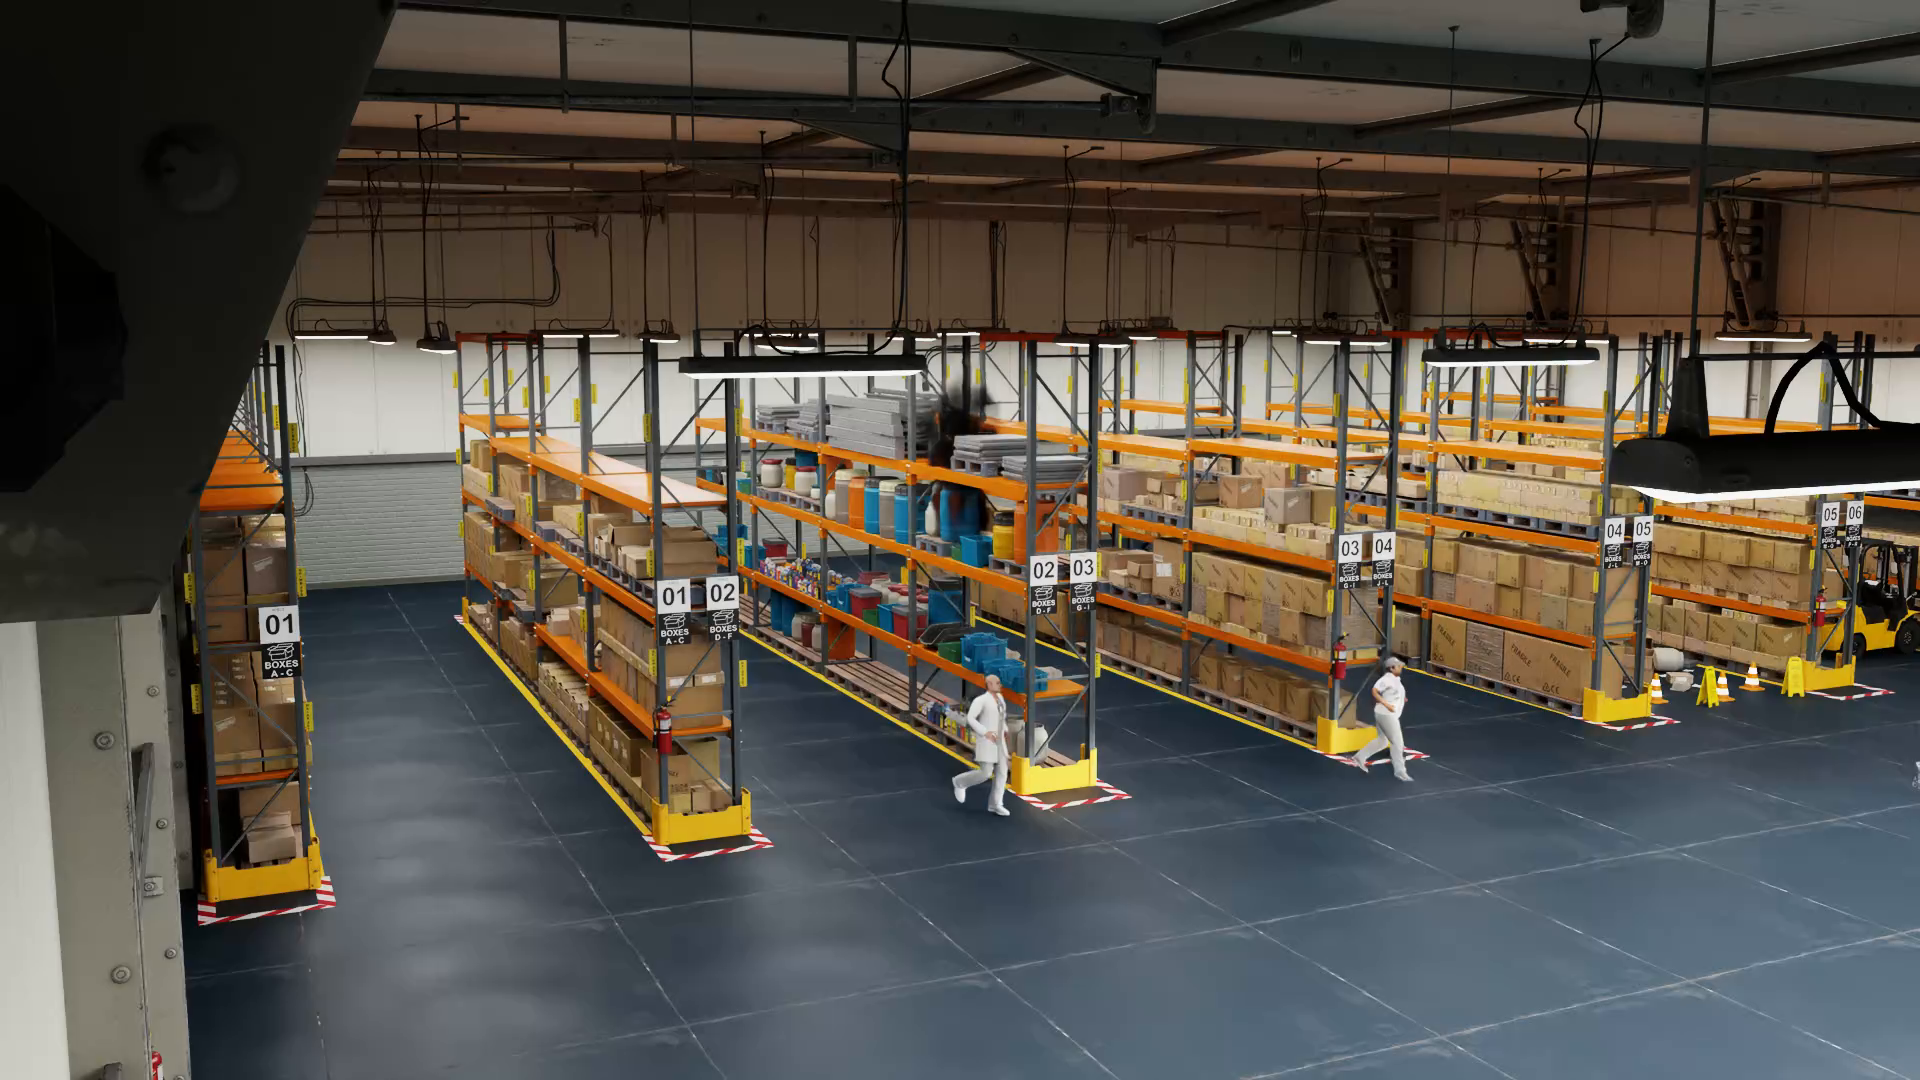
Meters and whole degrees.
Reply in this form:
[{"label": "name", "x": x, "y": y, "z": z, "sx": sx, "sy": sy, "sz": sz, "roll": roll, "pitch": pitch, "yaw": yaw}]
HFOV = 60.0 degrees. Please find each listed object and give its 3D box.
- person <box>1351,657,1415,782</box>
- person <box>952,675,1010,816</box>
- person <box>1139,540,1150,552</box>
[{"label": "person", "x": 5.893, "y": 2.453, "z": 22.980, "sx": 0.851, "sy": 1.669, "sz": 0.624, "roll": 3, "pitch": 8, "yaw": 20}, {"label": "person", "x": 0.430, "y": 2.601, "z": 21.390, "sx": 0.854, "sy": 1.723, "sz": 0.773, "roll": 6, "pitch": 10, "yaw": 38}, {"label": "person", "x": 4.728, "y": -0.046, "z": 41.740, "sx": 0.509, "sy": 1.558, "sz": 0.598, "roll": 5, "pitch": 9, "yaw": 35}]
